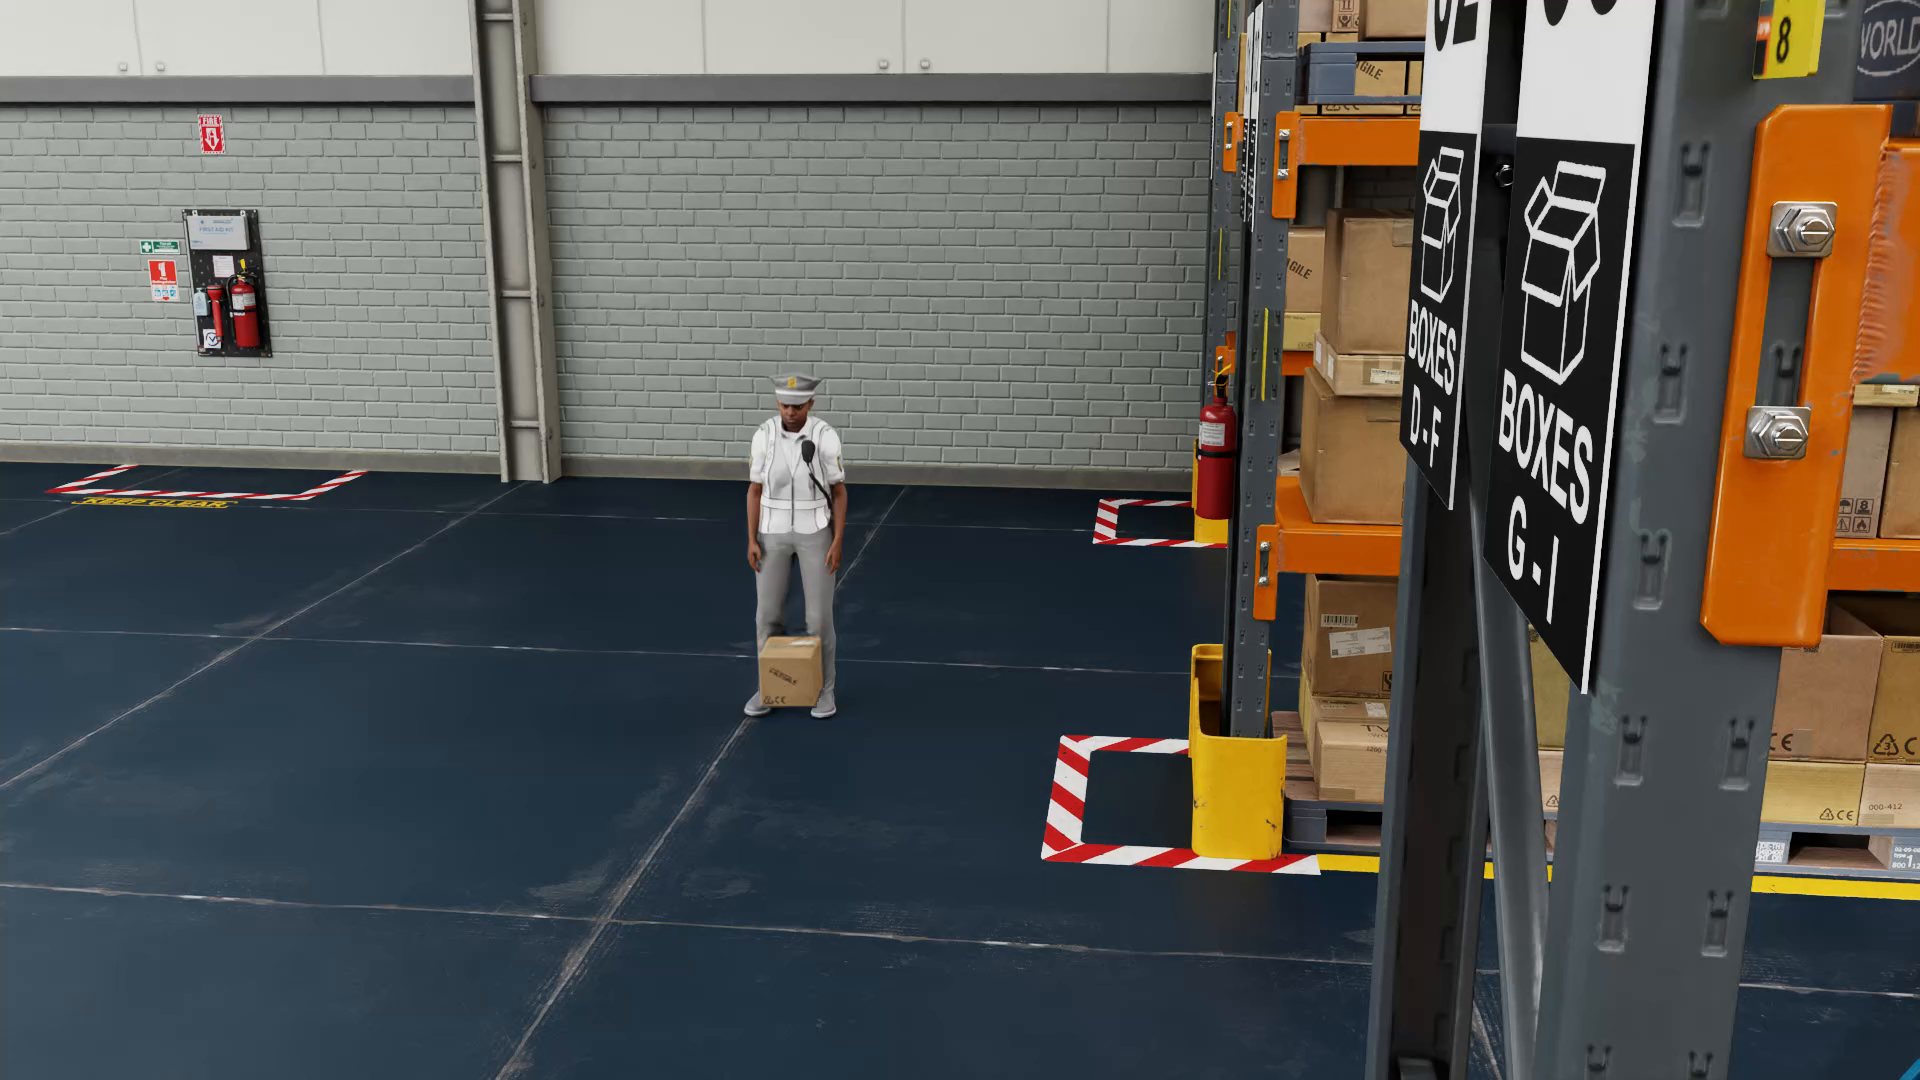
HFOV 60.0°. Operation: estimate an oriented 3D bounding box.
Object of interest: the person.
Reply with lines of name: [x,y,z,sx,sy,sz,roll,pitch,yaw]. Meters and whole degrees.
person: [-0.788,0.012,7.956,0.500,1.661,0.378,1,14,5]
